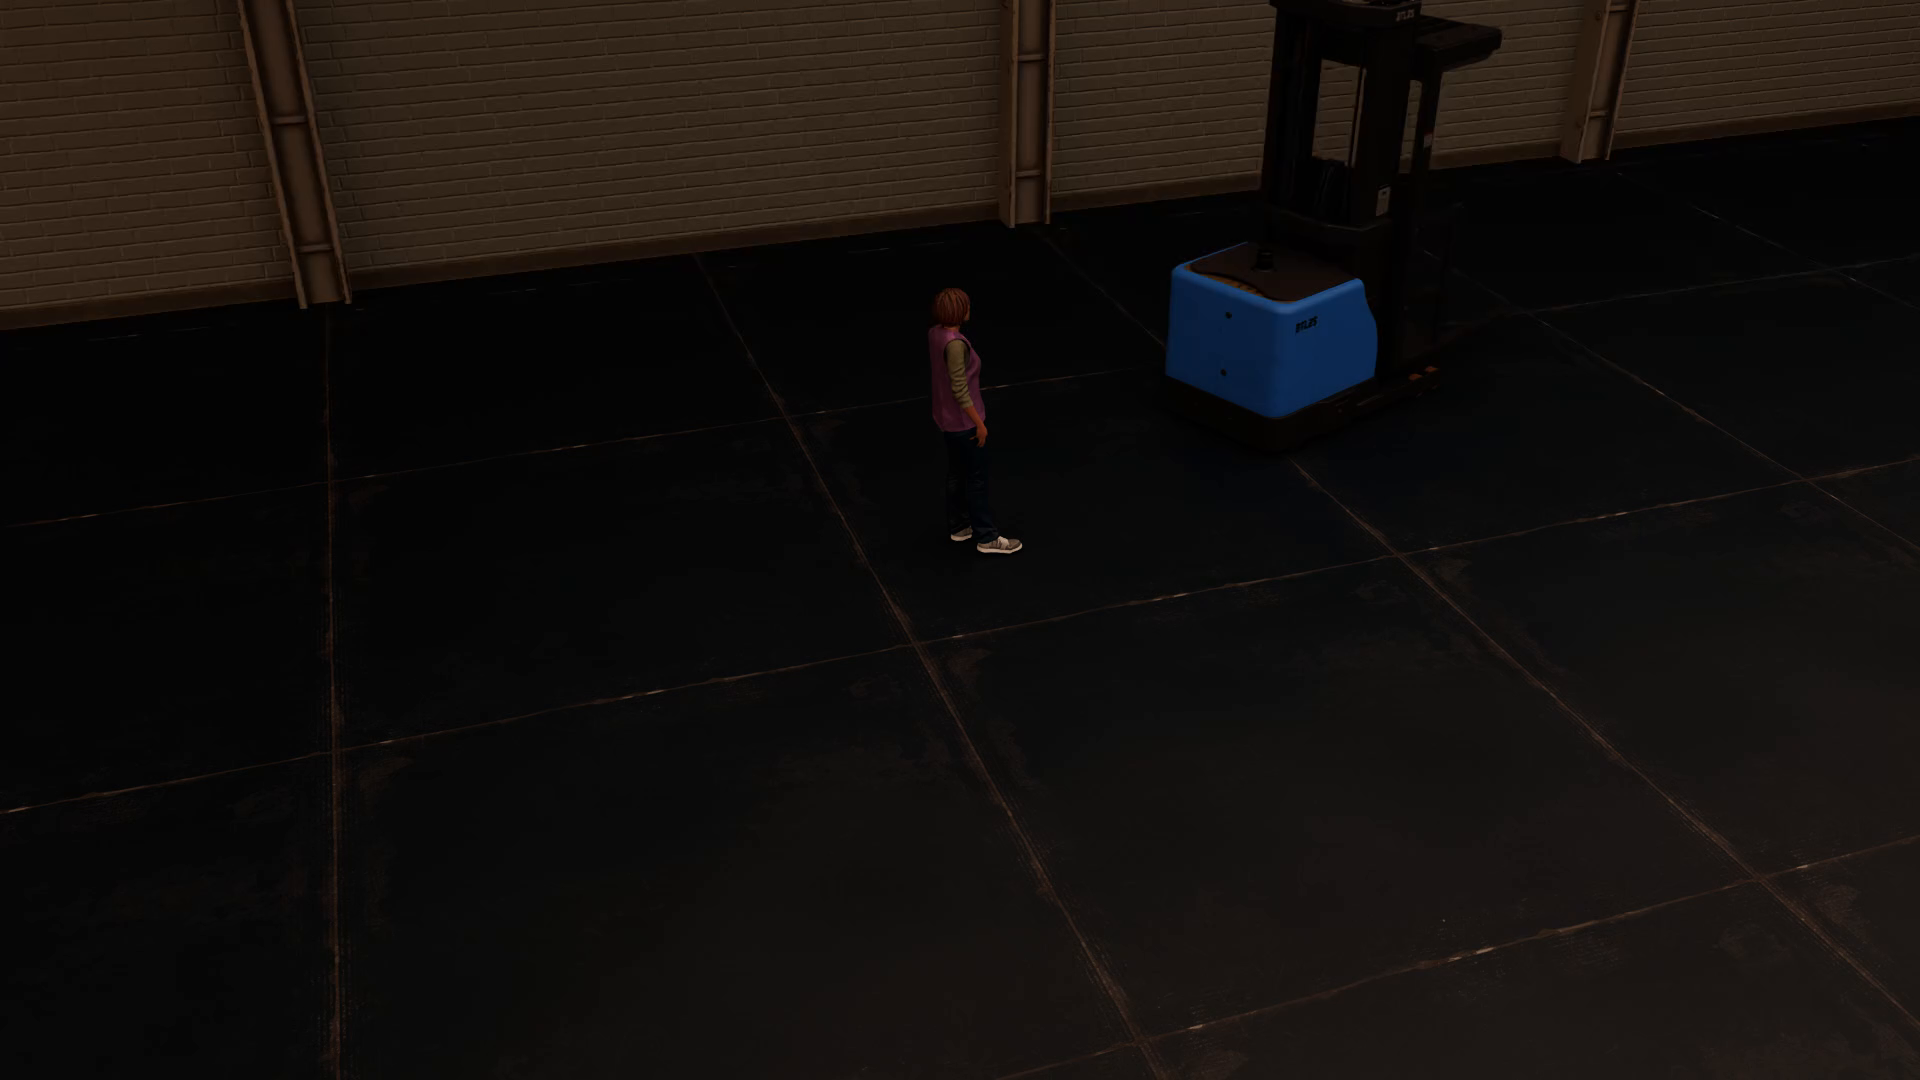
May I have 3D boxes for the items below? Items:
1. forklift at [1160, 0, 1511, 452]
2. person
[{"bbox_3d":[2.828,-2.457,11.358,3.031,2.935,1.130,-24,37,-35],"label":"forklift"},{"bbox_3d":[0.075,-0.704,9.634,0.473,1.599,0.521,-10,31,-16],"label":"person"}]
